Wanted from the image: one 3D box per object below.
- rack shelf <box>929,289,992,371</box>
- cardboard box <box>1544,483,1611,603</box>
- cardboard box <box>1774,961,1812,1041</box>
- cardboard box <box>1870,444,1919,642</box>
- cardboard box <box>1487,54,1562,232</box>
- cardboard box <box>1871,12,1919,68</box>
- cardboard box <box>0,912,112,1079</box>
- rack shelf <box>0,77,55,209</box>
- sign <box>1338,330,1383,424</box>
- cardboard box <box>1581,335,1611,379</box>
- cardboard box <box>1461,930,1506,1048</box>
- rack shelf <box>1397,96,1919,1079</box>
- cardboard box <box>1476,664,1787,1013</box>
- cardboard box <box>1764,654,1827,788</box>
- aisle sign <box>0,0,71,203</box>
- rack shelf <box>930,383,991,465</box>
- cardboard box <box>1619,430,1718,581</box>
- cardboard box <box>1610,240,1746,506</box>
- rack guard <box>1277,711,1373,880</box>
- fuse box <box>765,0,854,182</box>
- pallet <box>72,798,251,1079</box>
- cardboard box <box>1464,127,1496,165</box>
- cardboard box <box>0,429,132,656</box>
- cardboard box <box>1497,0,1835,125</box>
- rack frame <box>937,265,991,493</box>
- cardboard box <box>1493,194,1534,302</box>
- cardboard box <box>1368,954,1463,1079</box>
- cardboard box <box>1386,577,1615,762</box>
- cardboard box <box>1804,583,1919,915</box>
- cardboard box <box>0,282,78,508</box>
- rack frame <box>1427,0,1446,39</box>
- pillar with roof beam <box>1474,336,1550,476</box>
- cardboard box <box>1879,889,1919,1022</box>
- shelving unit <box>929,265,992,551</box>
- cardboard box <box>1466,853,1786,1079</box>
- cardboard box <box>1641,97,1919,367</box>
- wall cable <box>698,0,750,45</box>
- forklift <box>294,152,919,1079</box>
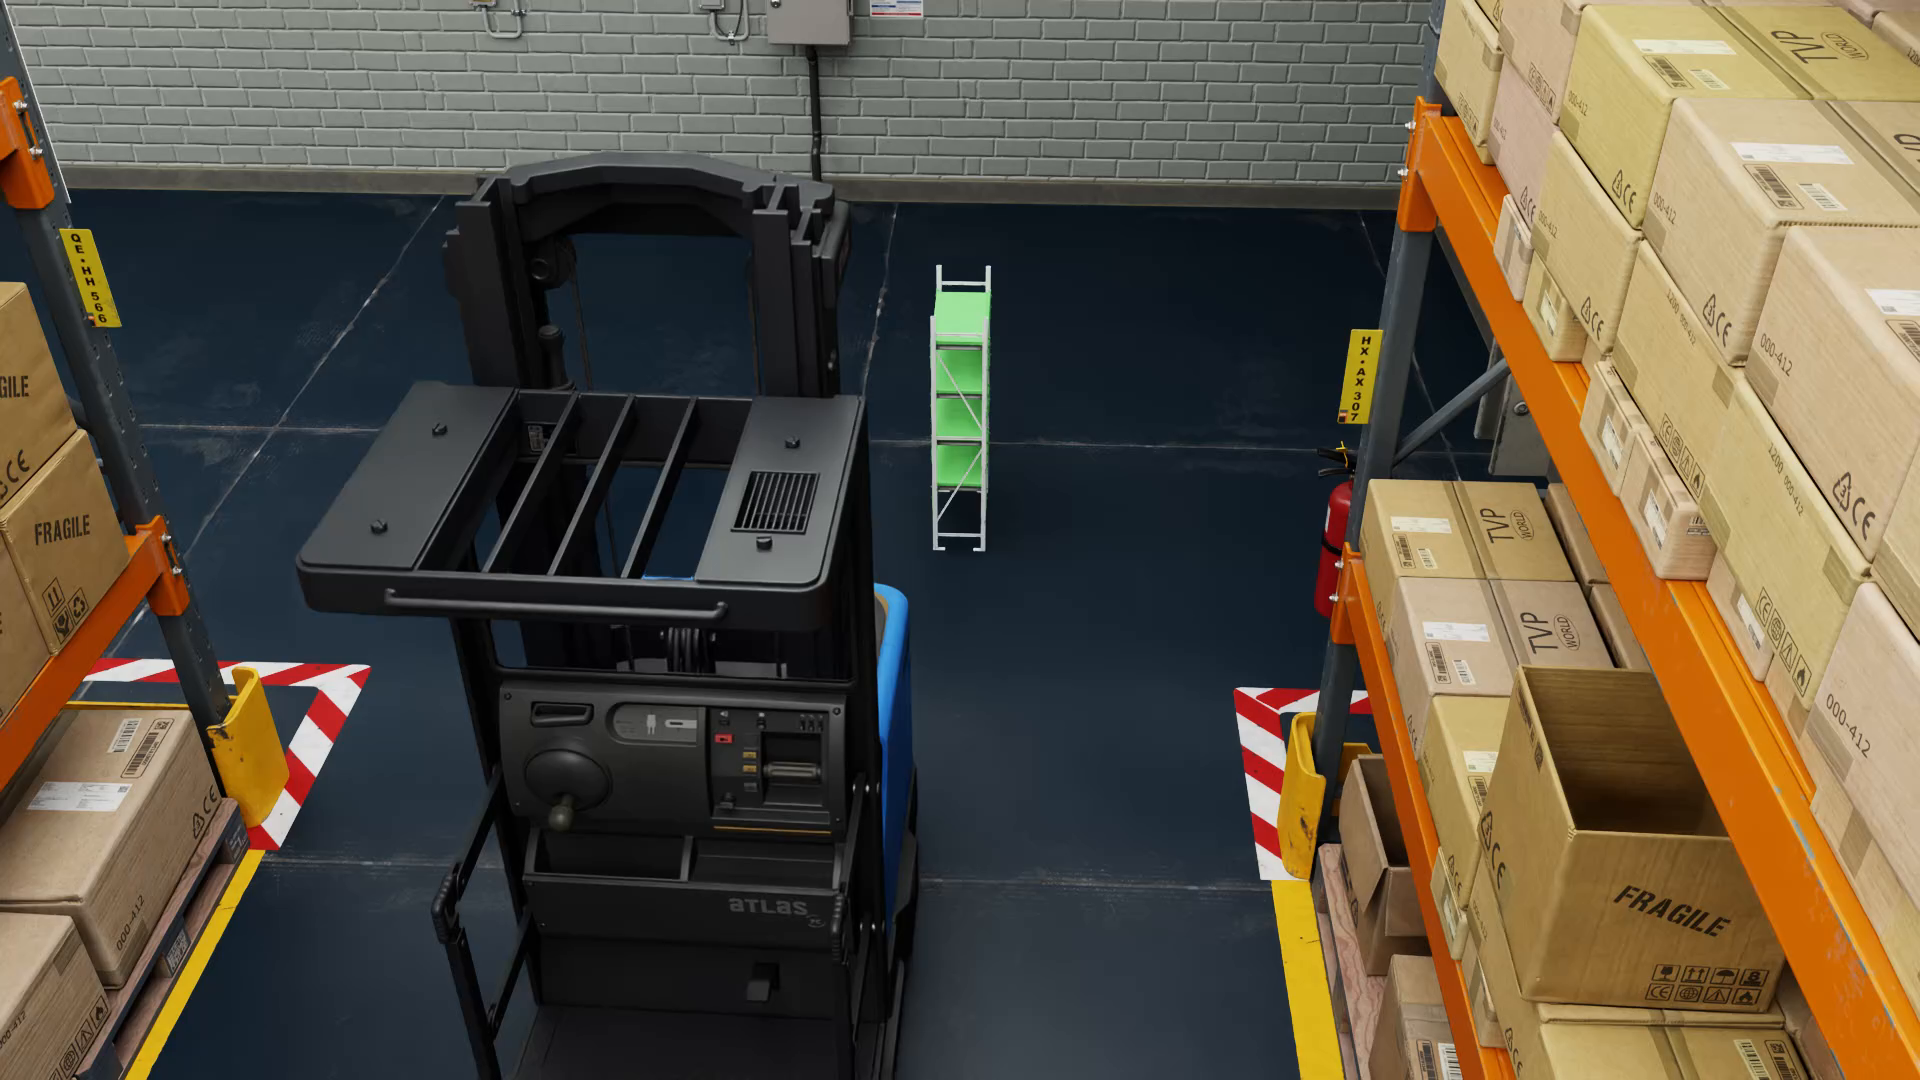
[{"bbox_3d":[0.007,-0.926,7.301,0.258,0.148,0.480,1,35,2],"label":"rack shelf"},{"bbox_3d":[2.018,0.079,4.901,0.500,0.250,0.500,2,35,3],"label":"cardboard box"},{"bbox_3d":[1.950,0.960,3.648,0.500,0.250,0.500,1,35,2],"label":"cardboard box"},{"bbox_3d":[1.402,0.087,1.845,0.500,0.250,0.500,1,35,1],"label":"cardboard box"},{"bbox_3d":[1.481,-0.878,3.654,0.500,0.250,0.500,2,35,3],"label":"cardboard box"},{"bbox_3d":[2.001,-0.767,3.060,0.500,0.250,0.500,2,35,2],"label":"cardboard box"},{"bbox_3d":[-3.143,1.540,4.813,0.875,0.438,0.875,2,35,3],"label":"cardboard box"},{"bbox_3d":[-3.269,-0.028,3.198,1.077,0.370,4.000,1,35,2],"label":"rack shelf"},{"bbox_3d":[1.229,-0.498,5.097,0.100,0.325,0.005,1,35,2],"label":"sign"},{"bbox_3d":[1.450,-0.345,3.242,0.380,0.149,0.250,1,35,1],"label":"cardboard box"},{"bbox_3d":[1.392,1.045,3.874,0.380,0.149,0.250,2,35,3],"label":"cardboard box"},{"bbox_3d":[1.691,0.085,3.038,1.077,0.370,4.000,1,35,2],"label":"rack shelf"},{"bbox_3d":[1.424,0.618,3.482,0.500,0.500,0.500,2,35,3],"label":"cardboard box"},{"bbox_3d":[1.417,0.240,2.409,0.380,0.149,0.250,2,35,3],"label":"cardboard box"},{"bbox_3d":[-2.876,-1.342,4.790,0.394,0.787,0.004,1,35,2],"label":"aisle sign"},{"bbox_3d":[0.007,-0.534,7.577,0.258,0.148,0.480,1,35,2],"label":"rack shelf"},{"bbox_3d":[1.362,-0.056,2.831,0.380,0.149,0.250,2,35,3],"label":"cardboard box"},{"bbox_3d":[1.450,-0.286,2.812,0.500,0.250,0.500,1,35,1],"label":"cardboard box"},{"bbox_3d":[1.768,0.935,5.985,1.175,0.500,0.348,1,35,2],"label":"rack guard"},{"bbox_3d":[-0.892,-2.825,10.281,0.539,1.711,0.414,1,35,2],"label":"fuse box"},{"bbox_3d":[-3.142,1.358,5.634,1.003,0.211,1.213,1,35,2],"label":"pallet"},{"bbox_3d":[1.526,-1.078,4.285,0.380,0.149,0.250,2,35,3],"label":"cardboard box"},{"bbox_3d":[-2.943,-0.002,5.057,0.500,0.500,0.500,2,35,2],"label":"cardboard box"},{"bbox_3d":[1.463,-1.083,3.510,0.500,0.250,0.500,1,35,2],"label":"cardboard box"},{"bbox_3d":[0.016,-0.726,7.740,0.240,1.200,0.015,1,35,2],"label":"rack frame"},{"bbox_3d":[1.402,-0.639,3.661,0.380,0.149,0.250,2,35,3],"label":"cardboard box"},{"bbox_3d":[1.579,1.559,4.732,0.700,0.500,0.500,3,35,4],"label":"cardboard box"},{"bbox_3d":[1.464,0.352,4.512,0.500,0.250,0.500,2,35,2],"label":"cardboard box"},{"bbox_3d":[1.390,0.297,1.981,0.500,0.250,0.500,0,35,0],"label":"cardboard box"},{"bbox_3d":[-2.970,-0.412,4.770,0.500,0.500,0.500,2,35,3],"label":"cardboard box"},{"bbox_3d":[1.771,-2.586,3.603,1.000,3.000,0.127,1,35,2],"label":"rack frame"},{"bbox_3d":[-1.521,-4.214,5.919,9.100,9.000,0.400,1,35,2],"label":"pillar with roof beam"},{"bbox_3d":[1.362,0.534,1.991,0.380,0.149,0.250,2,35,3],"label":"cardboard box"},{"bbox_3d":[0.007,-0.586,7.540,0.258,1.200,0.503,1,35,2],"label":"shelving unit"},{"bbox_3d":[1.448,0.938,3.679,0.500,0.250,0.500,0,35,1],"label":"cardboard box"},{"bbox_3d":[1.446,-0.501,2.682,0.500,0.250,0.500,2,35,3],"label":"cardboard box"},{"bbox_3d":[-1.568,-3.874,9.770,0.588,1.984,0.122,1,35,2],"label":"wall cable"},{"bbox_3d":[-0.778,0.655,4.269,1.130,2.935,3.031,2,35,3],"label":"forklift"}]
